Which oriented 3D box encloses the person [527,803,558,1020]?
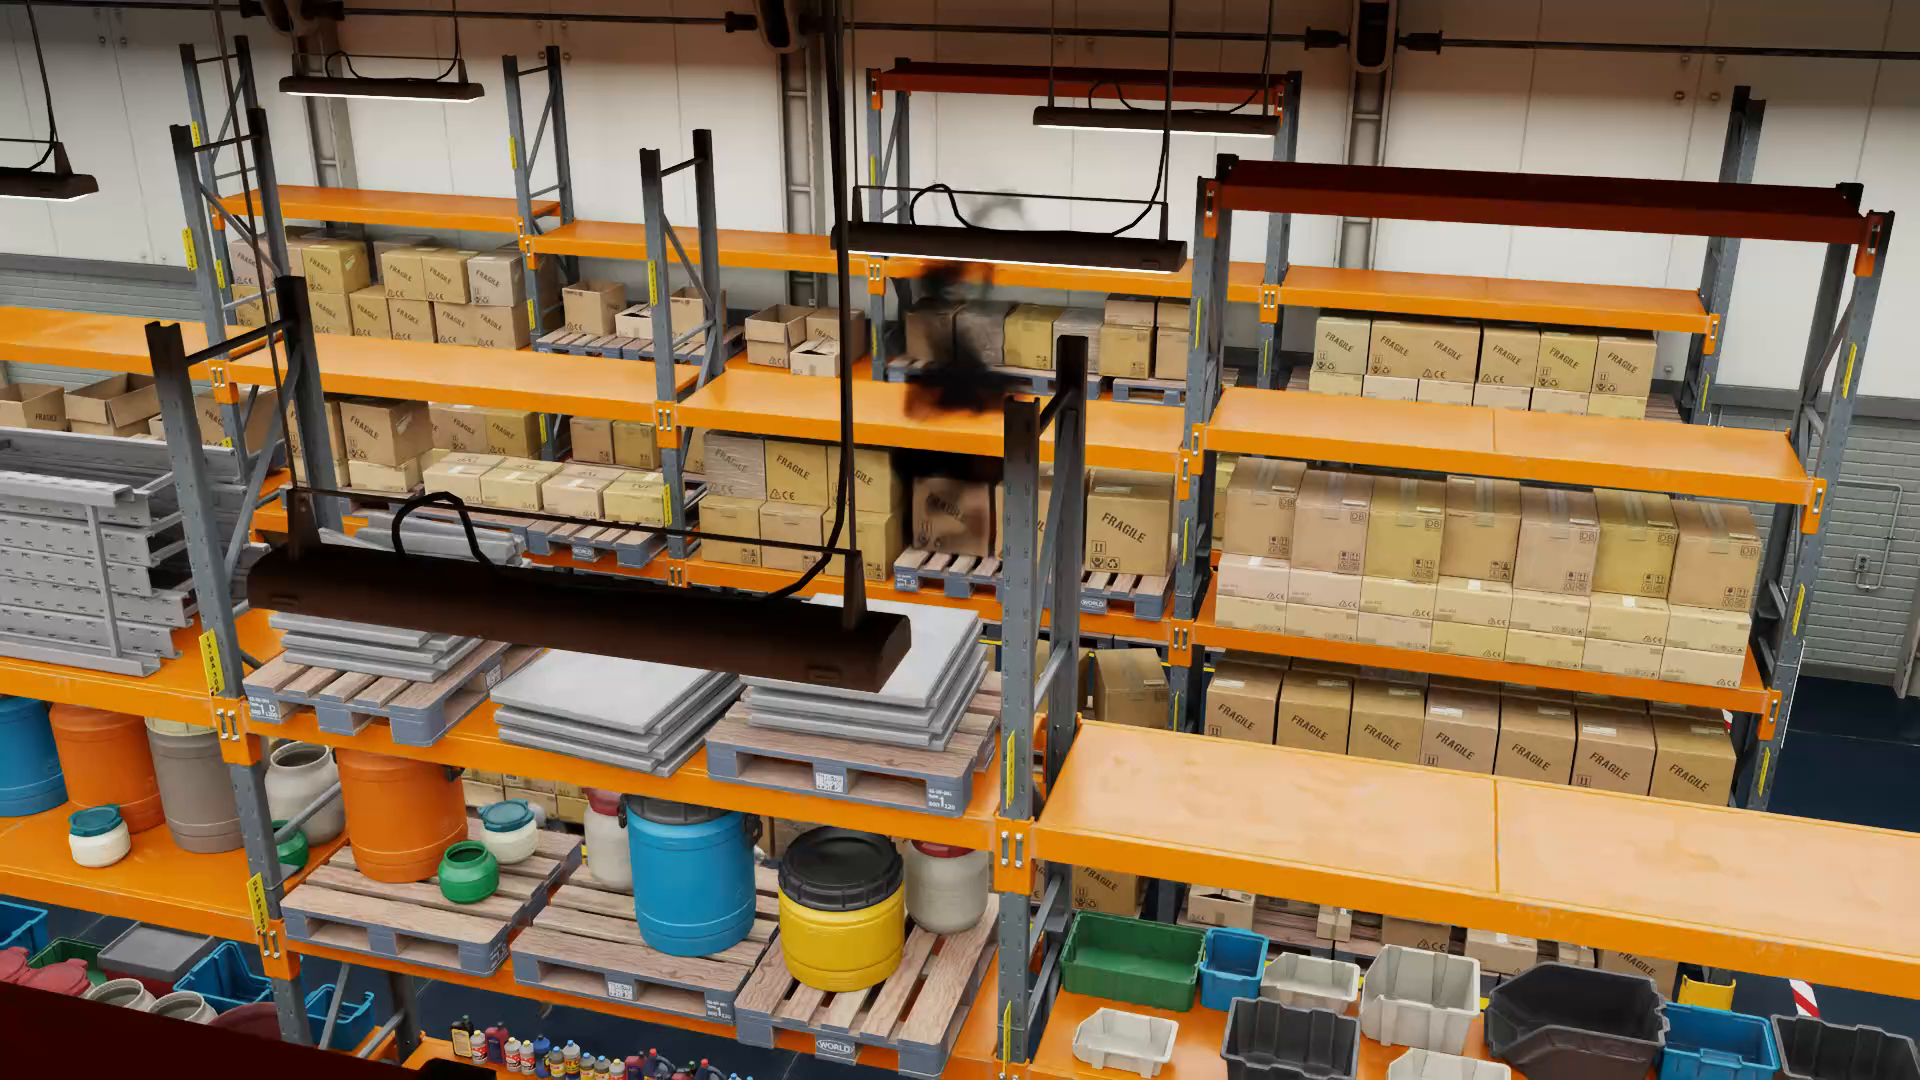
[{"bbox_3d":[-3.030,2.603,11.684,0.576,1.711,0.591,4,23,9],"label":"person"}]

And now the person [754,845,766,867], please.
[{"bbox_3d":[-1.636,2.633,11.627,0.665,1.661,0.503,0,23,0],"label":"person"}]
